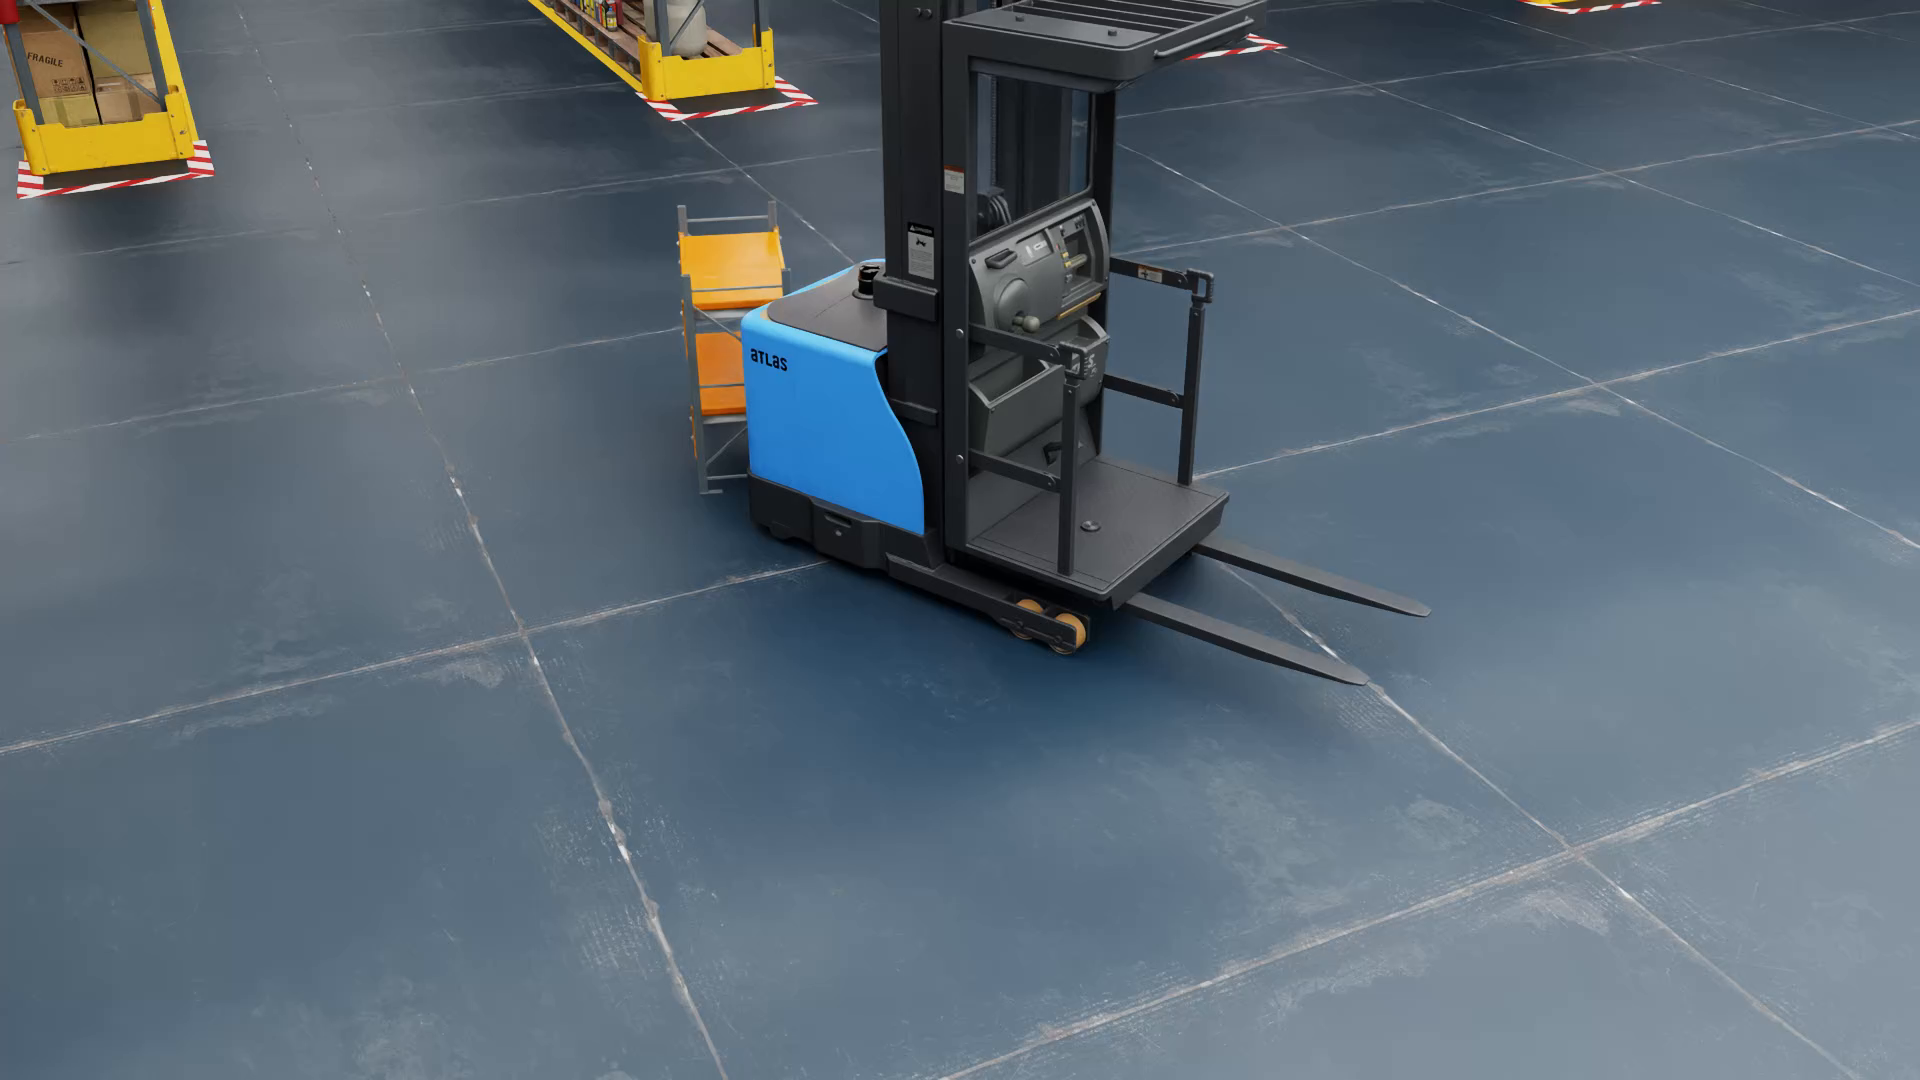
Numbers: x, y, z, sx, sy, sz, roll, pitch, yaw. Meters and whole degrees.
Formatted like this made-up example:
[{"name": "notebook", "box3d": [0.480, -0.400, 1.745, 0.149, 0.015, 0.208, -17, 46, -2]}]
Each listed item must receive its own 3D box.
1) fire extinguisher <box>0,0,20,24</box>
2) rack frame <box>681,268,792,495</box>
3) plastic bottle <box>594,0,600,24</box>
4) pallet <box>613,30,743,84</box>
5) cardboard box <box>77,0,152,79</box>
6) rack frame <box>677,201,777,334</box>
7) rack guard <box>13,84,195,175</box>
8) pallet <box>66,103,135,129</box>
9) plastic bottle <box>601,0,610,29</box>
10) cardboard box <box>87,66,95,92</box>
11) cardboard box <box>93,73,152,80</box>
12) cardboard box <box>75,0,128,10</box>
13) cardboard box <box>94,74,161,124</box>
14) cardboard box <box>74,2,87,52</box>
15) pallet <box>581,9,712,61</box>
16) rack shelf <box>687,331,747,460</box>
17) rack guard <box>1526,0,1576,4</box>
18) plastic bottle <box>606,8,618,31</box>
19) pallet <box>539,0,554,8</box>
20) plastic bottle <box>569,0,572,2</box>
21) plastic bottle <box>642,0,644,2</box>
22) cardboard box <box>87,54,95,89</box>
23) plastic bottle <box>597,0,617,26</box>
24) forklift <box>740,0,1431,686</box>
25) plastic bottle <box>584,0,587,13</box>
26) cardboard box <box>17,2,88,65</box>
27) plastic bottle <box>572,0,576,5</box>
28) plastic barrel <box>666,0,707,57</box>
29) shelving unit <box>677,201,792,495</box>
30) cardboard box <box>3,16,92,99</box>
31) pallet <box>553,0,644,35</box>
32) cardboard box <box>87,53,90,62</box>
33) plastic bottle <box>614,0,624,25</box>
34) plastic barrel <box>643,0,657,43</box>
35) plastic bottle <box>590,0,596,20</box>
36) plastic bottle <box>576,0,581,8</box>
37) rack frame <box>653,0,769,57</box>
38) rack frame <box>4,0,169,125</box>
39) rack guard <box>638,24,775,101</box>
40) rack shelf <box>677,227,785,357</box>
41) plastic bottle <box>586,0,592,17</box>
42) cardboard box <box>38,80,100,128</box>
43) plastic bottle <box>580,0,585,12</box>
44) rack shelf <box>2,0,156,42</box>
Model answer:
[{"name": "fire extinguisher", "box3d": [-7.025, -4.117, 12.104, 0.296, 0.674, 0.183, -13, 32, -22]}, {"name": "rack frame", "box3d": [-1.030, -0.740, 7.919, 0.500, 1.125, 0.032, -5, 30, -8]}, {"name": "plastic bottle", "box3d": [-3.508, -5.240, 16.363, 0.152, 0.276, 0.135, -14, 32, -23]}, {"name": "pallet", "box3d": [-2.600, -4.506, 15.570, 1.003, 0.211, 1.213, -13, 32, -22]}, {"name": "cardboard box", "box3d": [-6.901, -4.115, 13.638, 0.500, 0.500, 0.500, -13, 32, -22]}, {"name": "rack frame", "box3d": [-1.195, -1.230, 8.794, 0.500, 1.125, 0.032, -5, 30, -8]}, {"name": "rack guard", "box3d": [-6.645, -3.200, 12.945, 1.175, 0.500, 0.348, -13, 32, -22]}, {"name": "pallet", "box3d": [-7.022, -3.413, 13.621, 1.003, 0.211, 1.213, -13, 32, -22]}, {"name": "plastic bottle", "box3d": [-3.432, -5.113, 16.129, 0.061, 0.283, 0.133, -12, 32, -21]}, {"name": "cardboard box", "box3d": [-7.378, -3.677, 13.623, 0.500, 0.250, 0.500, -13, 32, -22]}, {"name": "cardboard box", "box3d": [-6.903, -3.788, 13.820, 0.500, 0.250, 0.500, -13, 32, -22]}, {"name": "cardboard box", "box3d": [-7.128, -4.334, 14.027, 0.500, 0.500, 0.500, -13, 32, -22]}, {"name": "cardboard box", "box3d": [-6.685, -3.568, 13.428, 0.500, 0.250, 0.500, -13, 32, -22]}, {"name": "cardboard box", "box3d": [-7.811, -4.446, 14.226, 0.500, 0.500, 0.500, -13, 32, -22]}, {"name": "pallet", "box3d": [-3.119, -5.044, 16.530, 1.003, 0.211, 1.213, -13, 32, -22]}, {"name": "rack shelf", "box3d": [-1.113, -0.772, 8.476, 0.538, 0.278, 1.000, -5, 30, -8]}, {"name": "rack guard", "box3d": [6.826, -6.275, 18.429, 1.175, 0.500, 0.348, -13, 32, -22]}, {"name": "plastic bottle", "box3d": [-3.365, -5.029, 16.064, 0.097, 0.201, 0.097, 0, 29, 0]}, {"name": "pallet", "box3d": [-4.270, -6.228, 18.641, 1.003, 0.211, 1.213, -13, 32, -22]}, {"name": "plastic bottle", "box3d": [-3.993, -5.740, 17.254, 0.152, 0.276, 0.135, -12, 31, -20]}, {"name": "plastic bottle", "box3d": [-3.221, -5.629, 17.048, 0.061, 0.283, 0.133, -13, 32, -22]}, {"name": "cardboard box", "box3d": [-7.595, -3.898, 14.016, 0.500, 0.250, 0.500, -13, 32, -22]}, {"name": "plastic bottle", "box3d": [-3.448, -5.179, 16.254, 0.152, 0.276, 0.135, -13, 32, -22]}, {"name": "forklift", "box3d": [0.504, -1.100, 6.714, 3.031, 2.935, 1.130, 20, 35, 31]}, {"name": "plastic bottle", "box3d": [-3.745, -5.420, 16.760, 0.097, 0.201, 0.097, 0, 29, 0]}, {"name": "cardboard box", "box3d": [-7.597, -4.224, 13.832, 0.500, 0.500, 0.500, -13, 32, -22]}, {"name": "plastic bottle", "box3d": [-3.926, -5.699, 17.104, 0.144, 0.351, 0.185, -12, 32, -21]}, {"name": "plastic barrel", "box3d": [-2.532, -4.712, 15.200, 0.421, 0.512, 0.421, 0, 29, 0]}, {"name": "shelving unit", "box3d": [-1.113, -0.985, 8.357, 0.538, 1.125, 1.048, -5, 30, -8]}, {"name": "cardboard box", "box3d": [-7.155, -3.786, 13.050, 0.500, 0.500, 0.500, -13, 32, -22]}, {"name": "pallet", "box3d": [-3.647, -5.584, 17.492, 1.003, 0.211, 1.213, -13, 32, -22]}, {"name": "cardboard box", "box3d": [-7.808, -4.119, 14.411, 0.500, 0.250, 0.500, -13, 32, -22]}, {"name": "plastic bottle", "box3d": [-3.352, -5.205, 16.293, 0.061, 0.283, 0.133, -13, 32, -22]}, {"name": "plastic barrel", "box3d": [-2.747, -4.933, 15.595, 0.421, 0.512, 0.421, 0, 29, 0]}, {"name": "plastic bottle", "box3d": [-3.583, -5.345, 16.474, 0.144, 0.351, 0.185, -12, 31, -20]}, {"name": "plastic bottle", "box3d": [-3.845, -5.615, 16.955, 0.144, 0.351, 0.185, -15, 32, -24]}, {"name": "rack frame", "box3d": [-2.181, -5.339, 14.204, 1.000, 3.000, 0.127, -13, 32, -22]}, {"name": "rack frame", "box3d": [-6.656, -4.300, 12.352, 1.000, 3.000, 0.127, -13, 32, -22]}, {"name": "rack guard", "box3d": [-2.256, -4.272, 14.858, 1.175, 0.500, 0.348, -13, 32, -22]}, {"name": "rack shelf", "box3d": [-1.113, -1.240, 8.214, 0.538, 0.278, 1.000, -5, 30, -8]}, {"name": "plastic bottle", "box3d": [-3.662, -5.427, 16.621, 0.144, 0.351, 0.185, -13, 32, -22]}, {"name": "cardboard box", "box3d": [-7.153, -3.459, 13.234, 0.500, 0.250, 0.500, -13, 32, -22]}, {"name": "plastic bottle", "box3d": [-3.812, -5.504, 16.826, 0.061, 0.283, 0.133, -12, 31, -20]}, {"name": "rack shelf", "box3d": [-7.514, -4.870, 14.104, 1.077, 0.370, 4.000, -13, 32, -22]}]
